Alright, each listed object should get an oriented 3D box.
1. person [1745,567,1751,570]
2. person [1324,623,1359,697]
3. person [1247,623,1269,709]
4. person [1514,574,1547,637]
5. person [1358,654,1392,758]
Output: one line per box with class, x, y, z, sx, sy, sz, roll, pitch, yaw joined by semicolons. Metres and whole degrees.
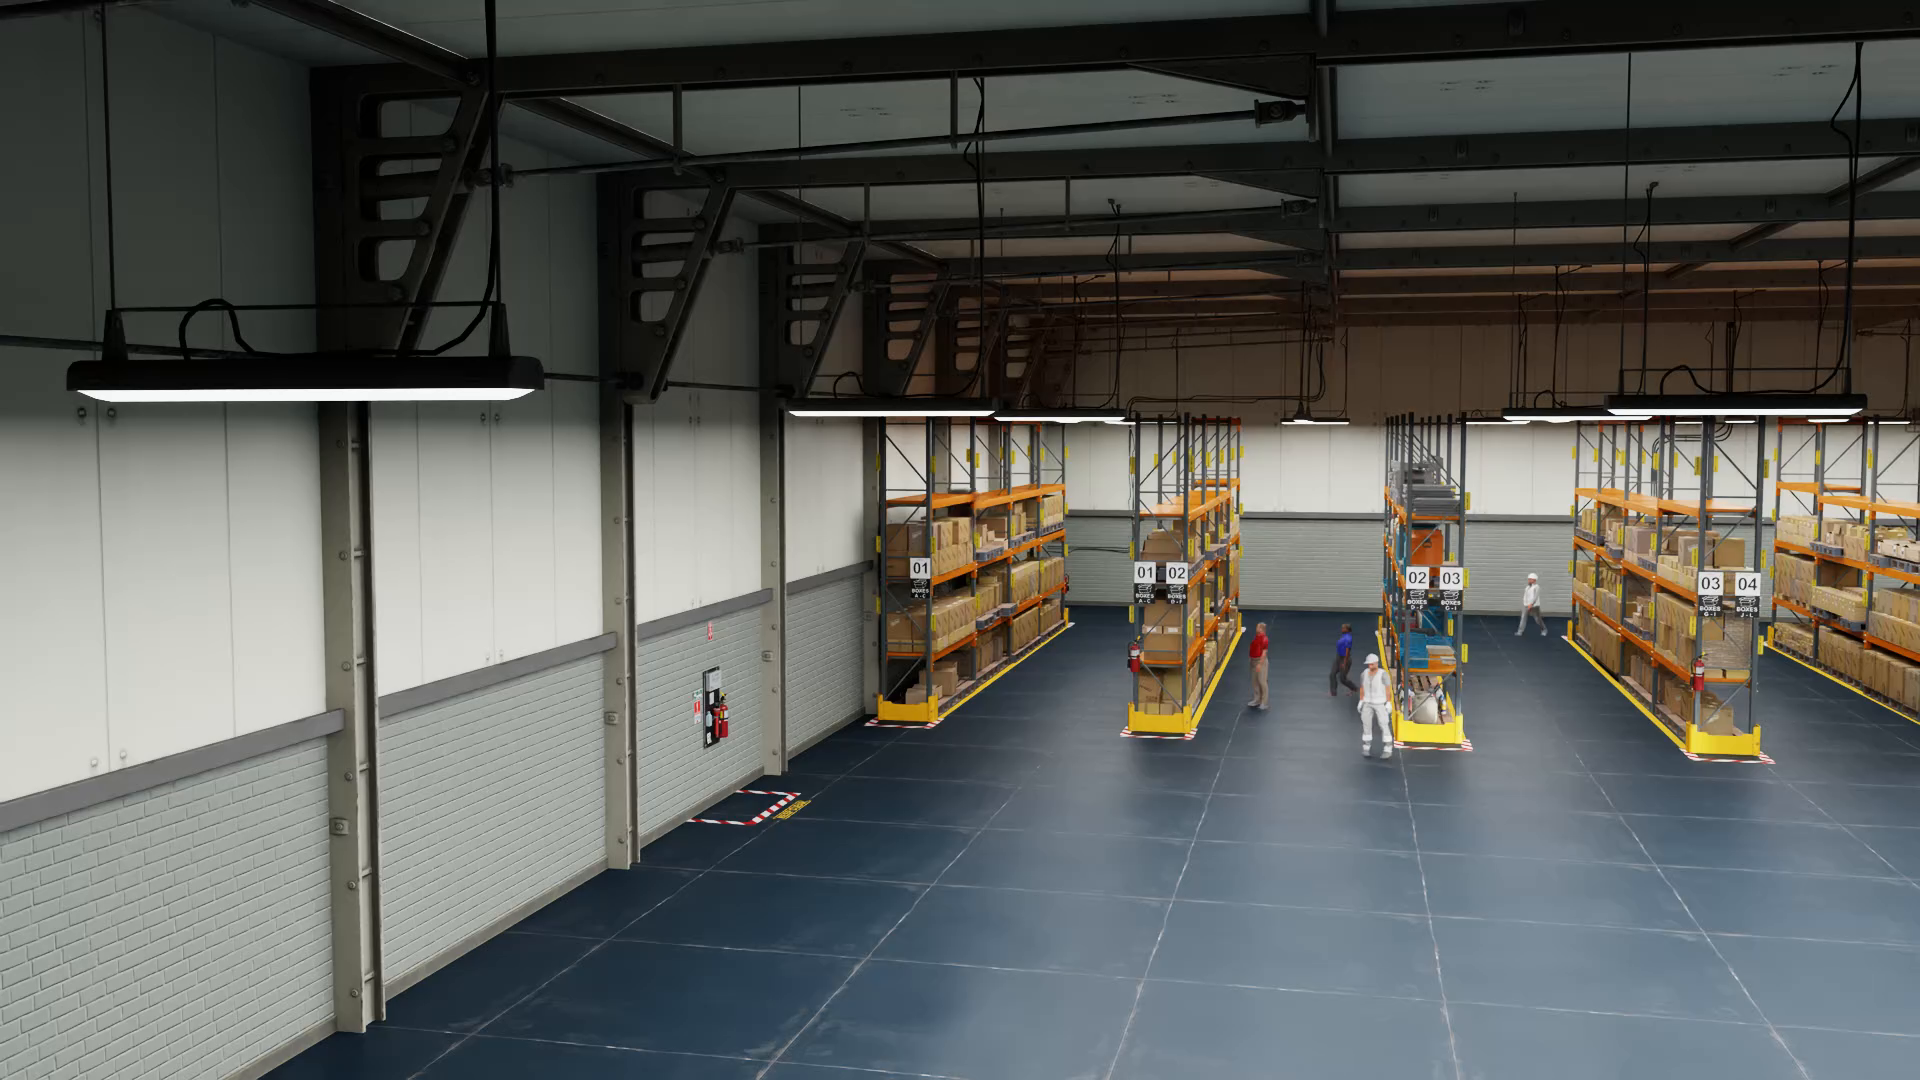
person;22.207;1.668;46.885;0.626;1.801;0.548;0;4;7
person;8.091;2.538;35.061;0.683;1.601;0.612;-1;4;-21
person;6.126;2.572;34.065;0.395;1.767;0.551;-2;4;-25
person;15.572;1.786;45.358;1.040;1.729;0.514;-2;4;-28
person;7.209;2.869;28.923;0.627;1.785;0.410;3;5;37
